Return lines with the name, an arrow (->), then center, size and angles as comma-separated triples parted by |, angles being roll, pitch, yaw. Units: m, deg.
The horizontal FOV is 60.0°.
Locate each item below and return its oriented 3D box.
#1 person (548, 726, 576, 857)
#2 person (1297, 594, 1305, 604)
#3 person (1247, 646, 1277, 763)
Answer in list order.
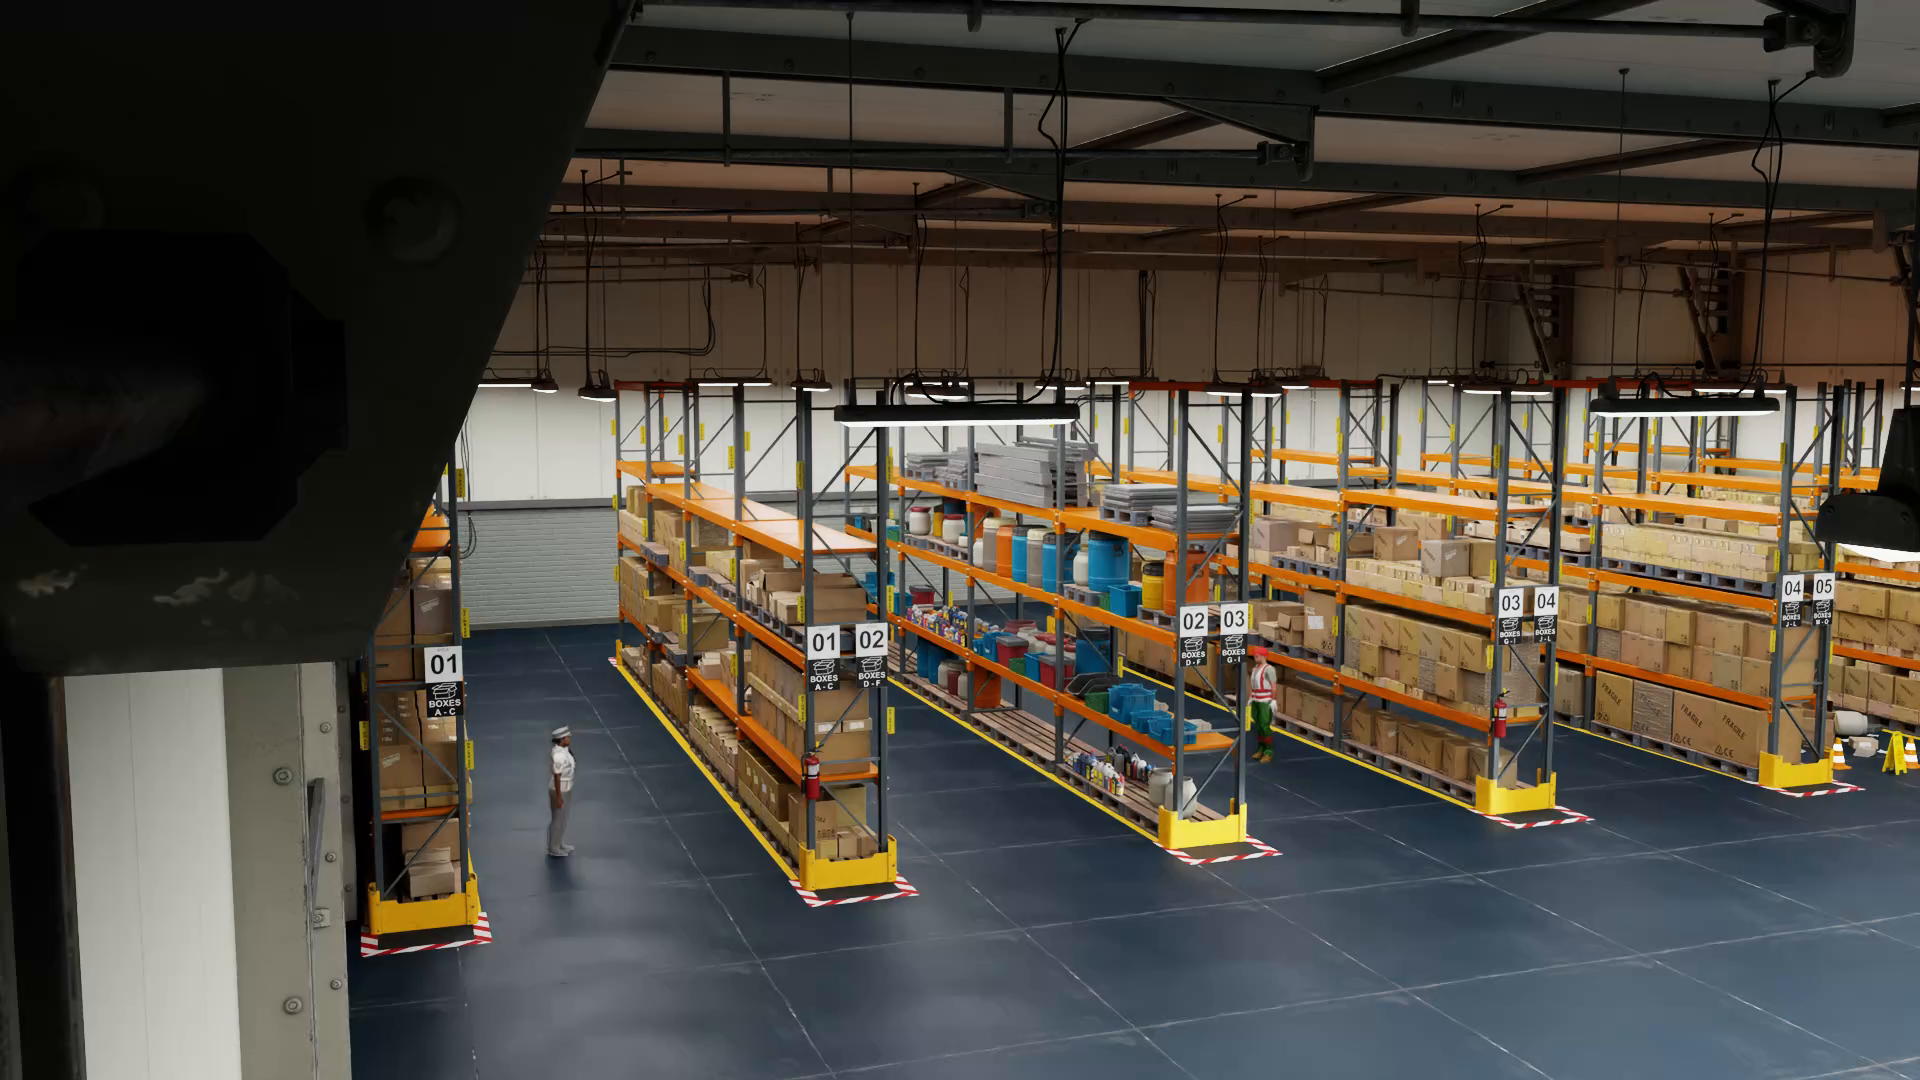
person -> -5.134, 3.230, 21.455 | 0.370, 1.691, 0.560 | 0, 6, -4
person -> 9.016, 0.880, 43.435 | 0.629, 1.697, 0.593 | -3, 7, -26
person -> 4.841, 2.625, 26.701 | 0.379, 1.820, 0.637 | -3, 7, -24
